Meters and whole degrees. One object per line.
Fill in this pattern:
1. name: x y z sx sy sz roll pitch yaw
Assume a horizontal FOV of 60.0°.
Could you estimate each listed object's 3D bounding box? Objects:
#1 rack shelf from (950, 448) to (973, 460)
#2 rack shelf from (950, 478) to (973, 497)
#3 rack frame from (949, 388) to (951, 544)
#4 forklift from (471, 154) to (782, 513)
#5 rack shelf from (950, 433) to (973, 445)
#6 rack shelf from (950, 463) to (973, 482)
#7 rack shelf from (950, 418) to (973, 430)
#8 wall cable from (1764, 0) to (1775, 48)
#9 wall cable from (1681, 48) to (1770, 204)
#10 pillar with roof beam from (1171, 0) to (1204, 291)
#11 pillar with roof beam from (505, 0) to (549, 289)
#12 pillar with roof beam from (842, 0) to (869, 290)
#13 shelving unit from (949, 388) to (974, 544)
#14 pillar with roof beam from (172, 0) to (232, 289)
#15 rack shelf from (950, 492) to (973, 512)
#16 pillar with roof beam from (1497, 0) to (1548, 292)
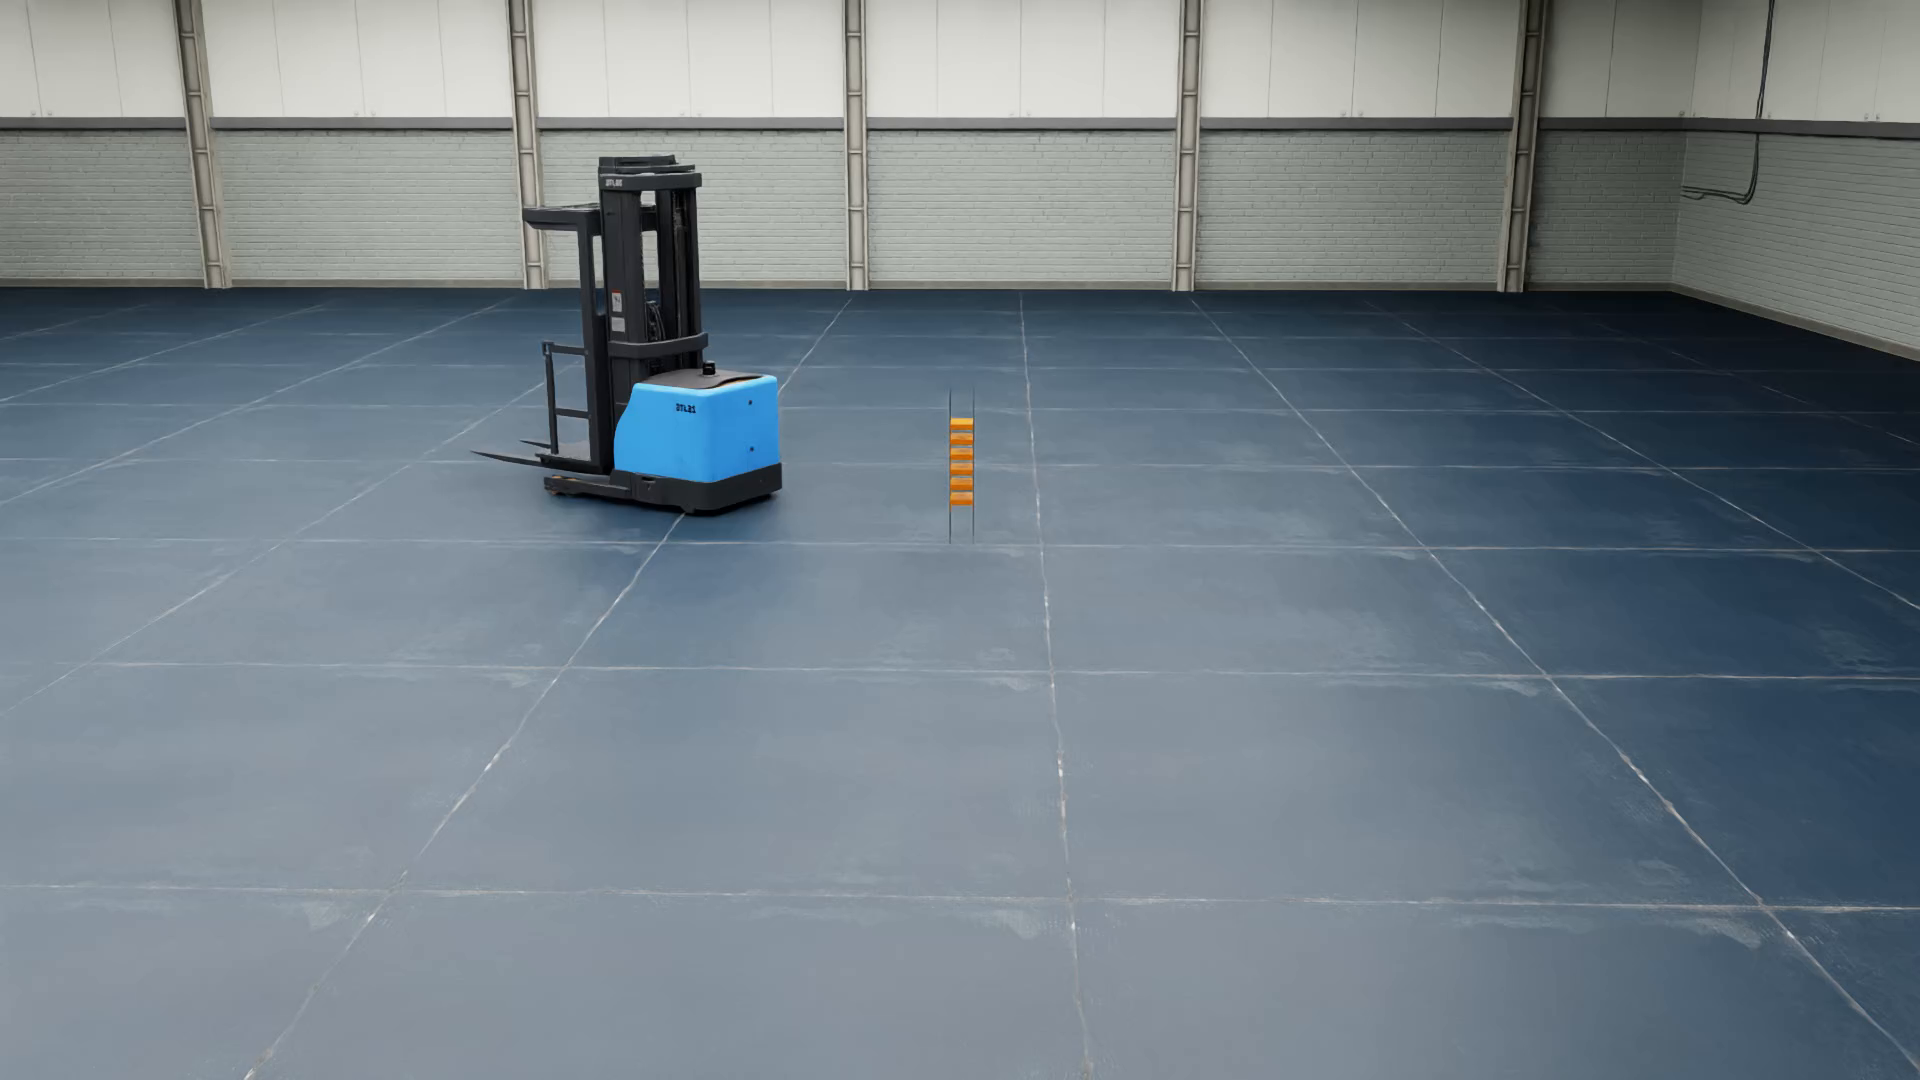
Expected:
1. rack shelf: 0.014 -0.653 13.062 0.180 0.103 0.258 0 15 1
2. rack shelf: 0.014 -0.421 13.123 0.180 0.103 0.258 0 15 1
3. rack frame: -0.077 -0.581 13.083 0.006 1.200 0.240 0 15 1
4. forklift: -3.096 -1.901 14.694 3.031 2.935 1.130 9 17 30
5. rack shelf: 0.014 -0.769 13.031 0.180 0.103 0.258 0 15 1
6. rack shelf: 0.014 -0.537 13.092 0.180 0.103 0.258 0 15 1
7. rack shelf: 0.014 -0.885 13.000 0.180 0.103 0.258 0 15 1
8. wall cable: 12.946 -8.818 25.203 0.112 2.526 3.097 0 15 1
9. wall cable: 13.015 -7.066 28.462 0.112 2.526 3.097 0 15 1
10. pillar with roof beam: 3.996 -7.865 25.404 0.400 9.000 9.100 0 15 1
11. pillar with roof beam: -8.000 -7.943 25.701 0.400 9.000 9.100 0 15 1
12. pillar with roof beam: -2.002 -7.904 25.552 0.400 9.000 9.100 0 15 1
13. shelving unit: 0.014 -0.580 13.081 0.189 1.200 0.258 0 15 1
14. pillar with roof beam: -13.998 -7.982 25.849 0.400 9.000 9.100 0 15 1
15. rack shelf: 0.014 -0.305 13.153 0.180 0.103 0.258 0 15 1
16. pillar with roof beam: 9.994 -7.826 25.256 0.400 9.000 9.100 0 15 1
